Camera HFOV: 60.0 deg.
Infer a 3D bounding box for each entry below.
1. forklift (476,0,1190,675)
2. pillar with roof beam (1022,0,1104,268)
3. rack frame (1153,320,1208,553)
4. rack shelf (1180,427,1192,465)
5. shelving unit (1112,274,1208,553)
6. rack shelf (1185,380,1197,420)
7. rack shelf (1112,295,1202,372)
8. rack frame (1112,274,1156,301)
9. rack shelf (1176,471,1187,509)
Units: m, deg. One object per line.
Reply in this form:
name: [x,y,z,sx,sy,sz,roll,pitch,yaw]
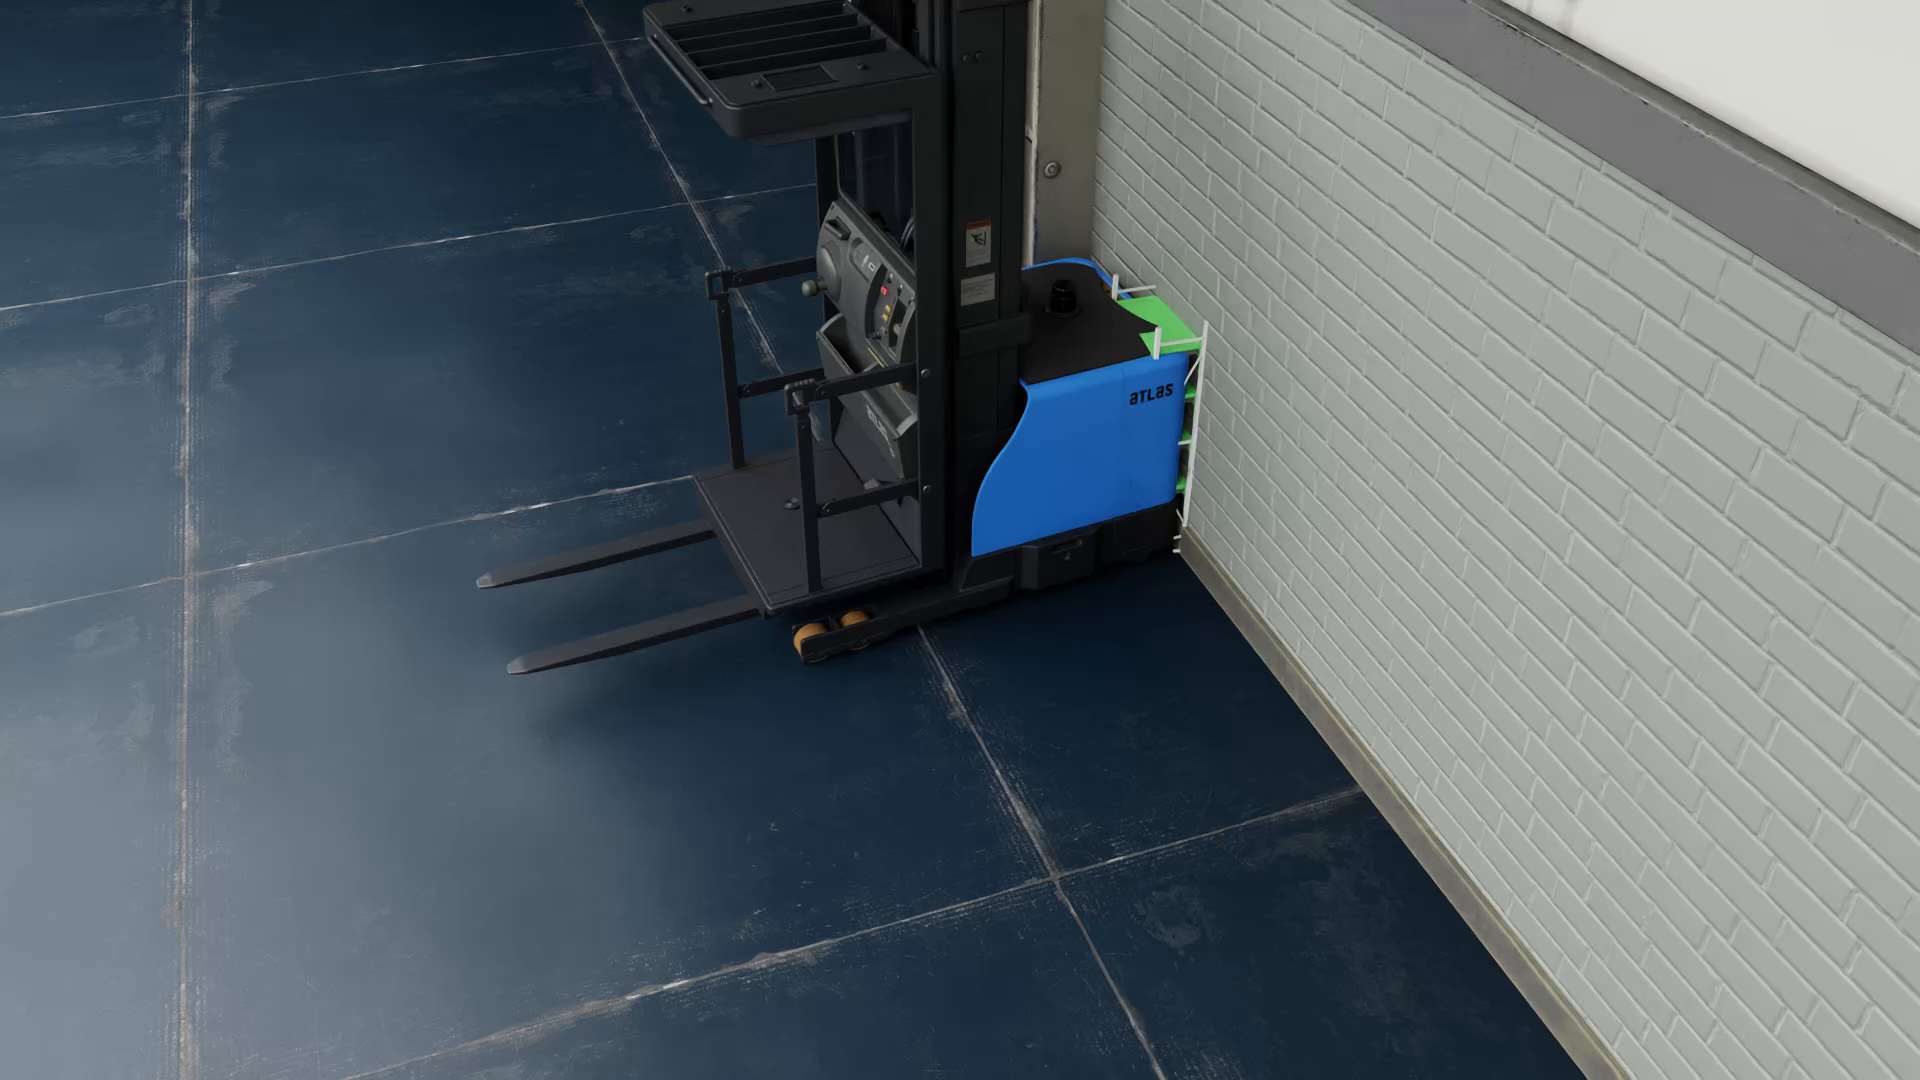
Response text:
forklift: [-0.568,-1.015,6.662,3.031,2.935,1.130,-15,40,-19]
pillar with roof beam: [-3.618,-3.404,4.789,9.100,9.000,0.400,-12,39,-16]
rack frame: [0.924,-0.417,7.284,0.240,1.200,0.015,-10,38,-14]
rack shelf: [0.852,-0.504,7.509,0.258,0.148,0.480,-10,38,-14]
shelving unit: [0.853,-0.556,7.471,0.258,1.200,0.503,-10,38,-14]
rack shelf: [0.855,-0.698,7.367,0.258,0.148,0.480,-10,38,-14]
rack shelf: [0.857,-0.891,7.224,0.258,0.148,0.480,-10,38,-14]
rack frame: [0.782,-0.695,7.659,0.240,1.200,0.015,-10,38,-14]
rack shelf: [0.850,-0.311,7.652,0.258,0.148,0.480,-10,38,-14]
